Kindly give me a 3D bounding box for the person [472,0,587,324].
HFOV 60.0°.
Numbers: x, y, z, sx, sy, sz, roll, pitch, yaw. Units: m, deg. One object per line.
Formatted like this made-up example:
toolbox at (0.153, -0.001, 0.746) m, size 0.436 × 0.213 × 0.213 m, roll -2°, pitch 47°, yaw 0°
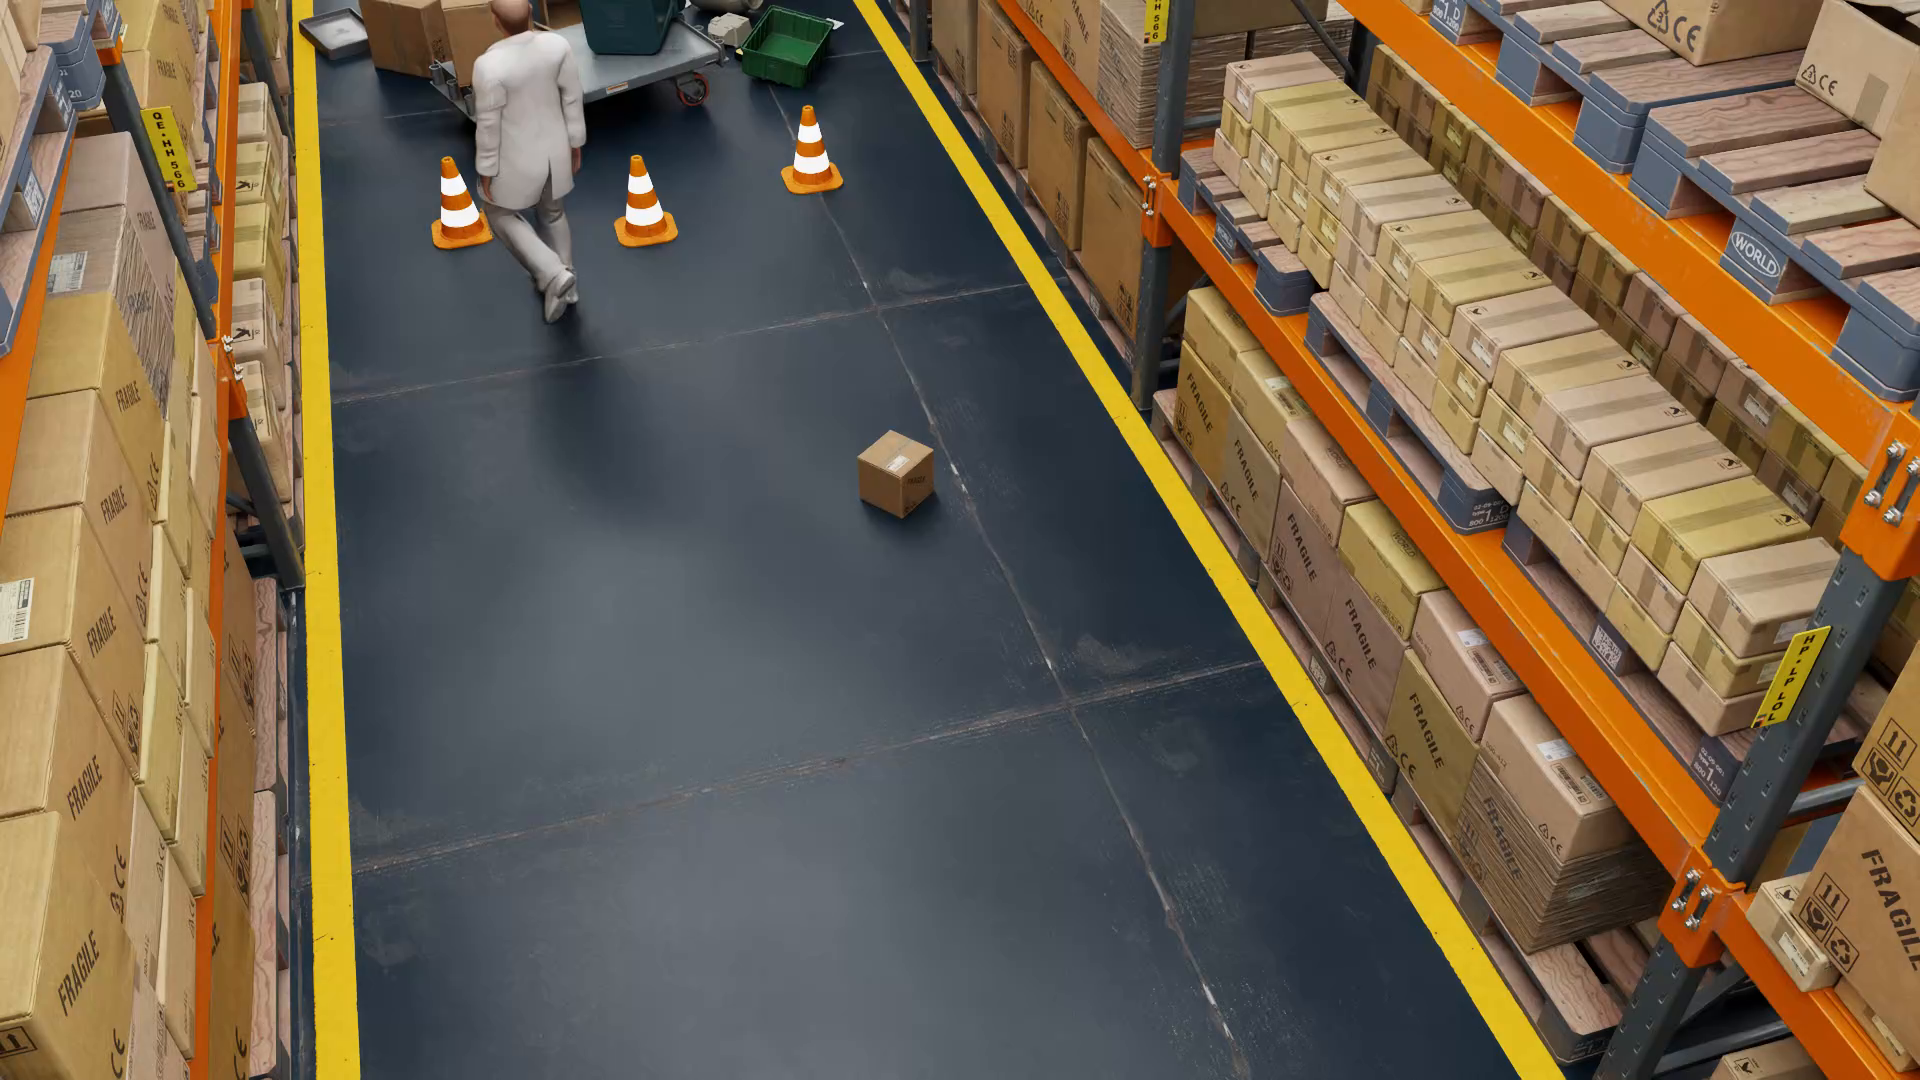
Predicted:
person at (-2.149, -1.923, 8.302) m, size 0.609 × 1.769 × 0.608 m, roll 34°, pitch 52°, yaw 32°
